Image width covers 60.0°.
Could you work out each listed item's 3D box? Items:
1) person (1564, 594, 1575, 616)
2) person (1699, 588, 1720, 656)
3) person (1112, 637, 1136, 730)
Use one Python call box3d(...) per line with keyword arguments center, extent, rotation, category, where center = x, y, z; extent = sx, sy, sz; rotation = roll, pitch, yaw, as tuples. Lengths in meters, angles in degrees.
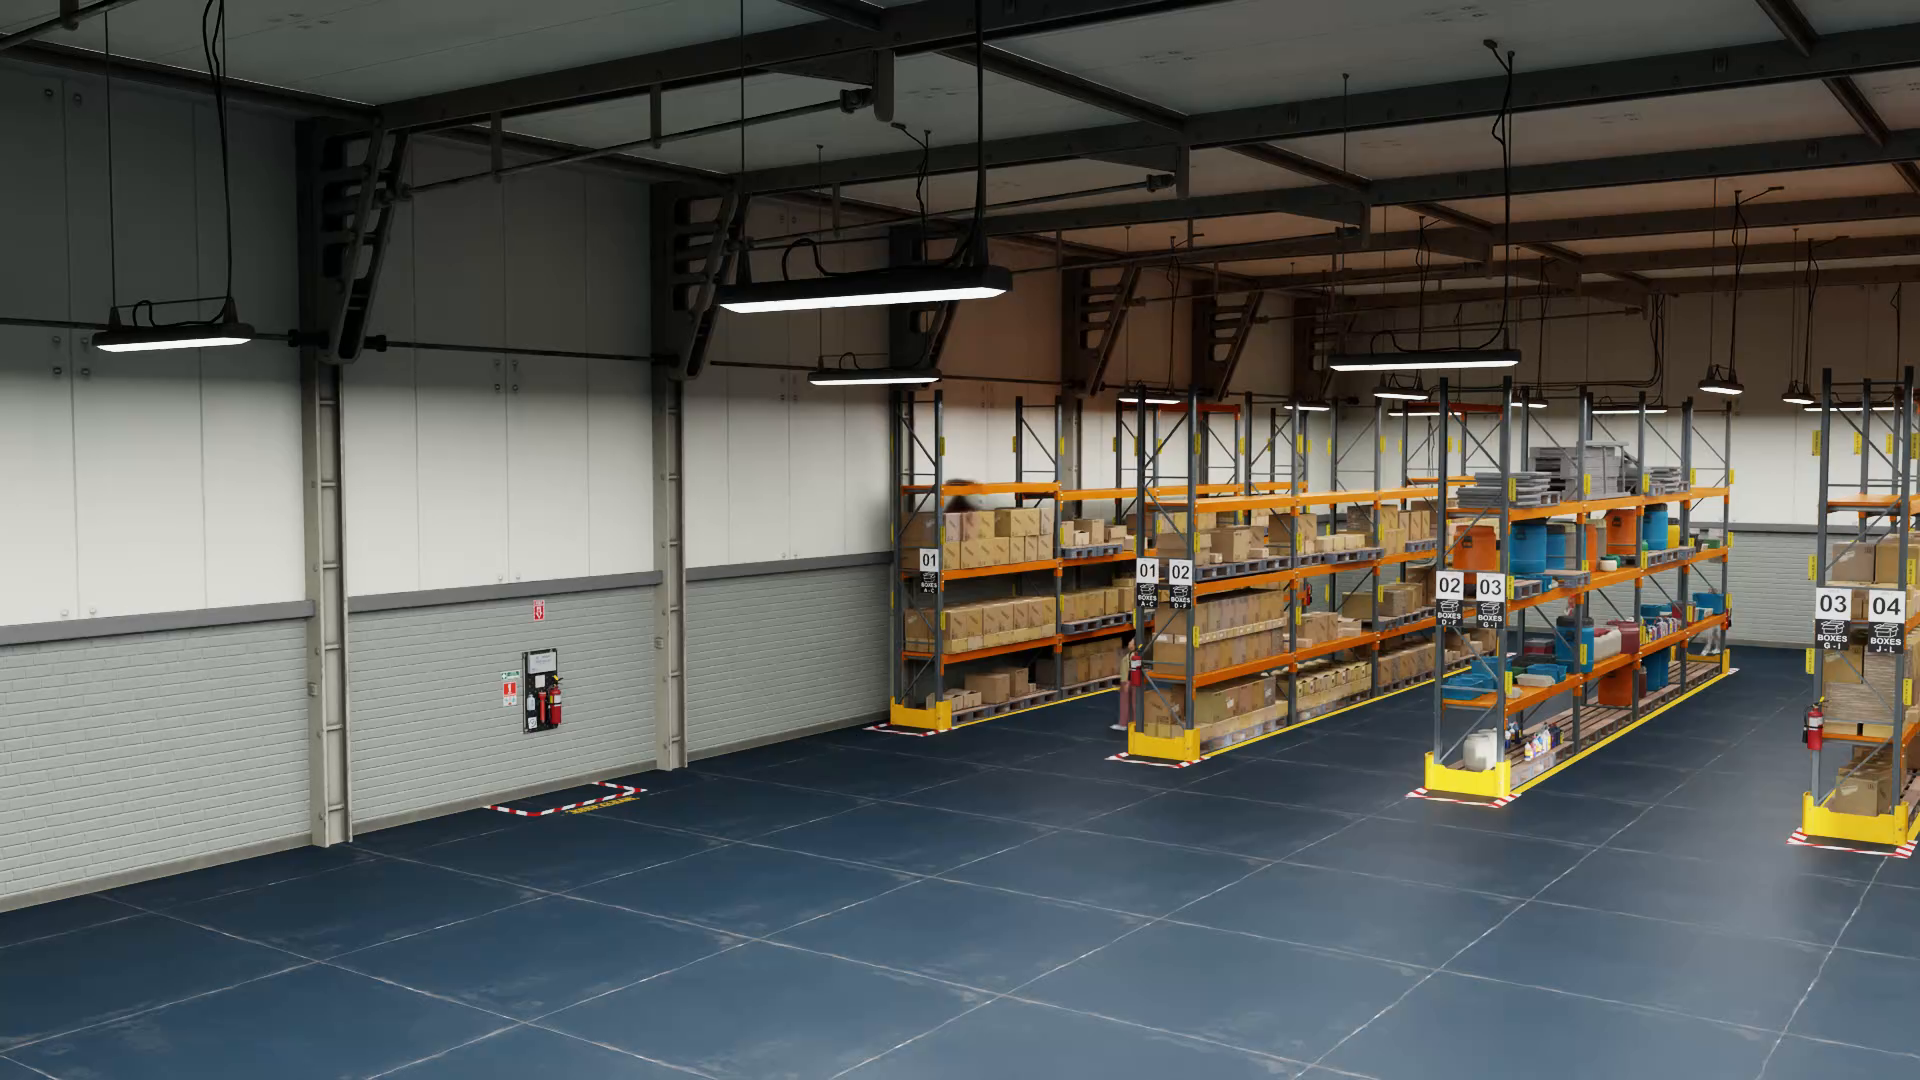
box3d(center=(13.490, 2.032, 36.922), extent=(0.629, 1.784, 0.552), rotation=(1, 3, 15), category="person")
box3d(center=(18.037, 1.964, 39.980), extent=(0.664, 1.623, 0.409), rotation=(-1, 3, -12), category="person")
box3d(center=(2.957, 2.524, 29.361), extent=(0.497, 1.650, 0.475), rotation=(2, 4, 31), category="person")
